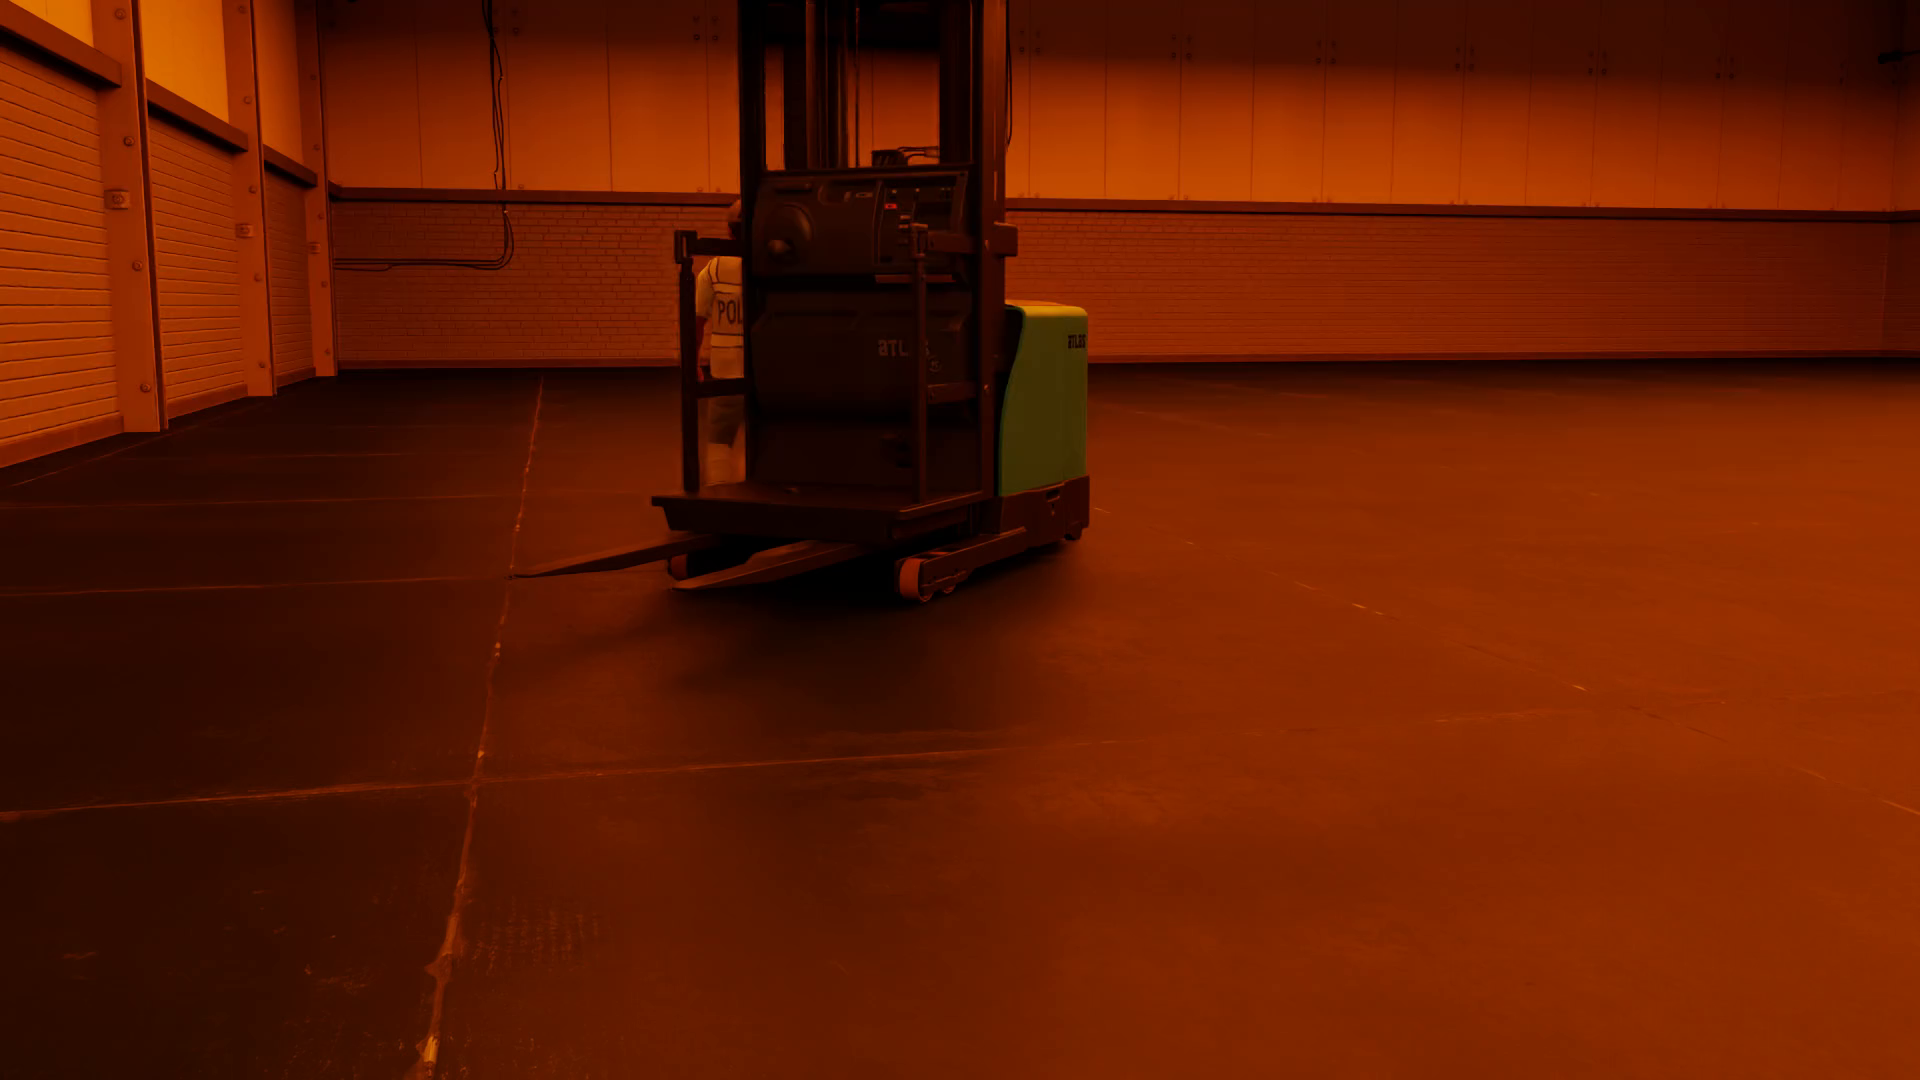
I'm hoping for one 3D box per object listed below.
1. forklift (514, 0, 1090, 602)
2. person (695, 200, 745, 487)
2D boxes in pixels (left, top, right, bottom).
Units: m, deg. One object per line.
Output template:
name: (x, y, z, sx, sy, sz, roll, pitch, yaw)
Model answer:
forklift: (-0.487, -1.291, 6.358, 1.130, 2.935, 3.031, 4, 9, 25)
person: (-0.948, -0.794, 7.872, 0.783, 1.614, 0.486, 1, 8, 10)
